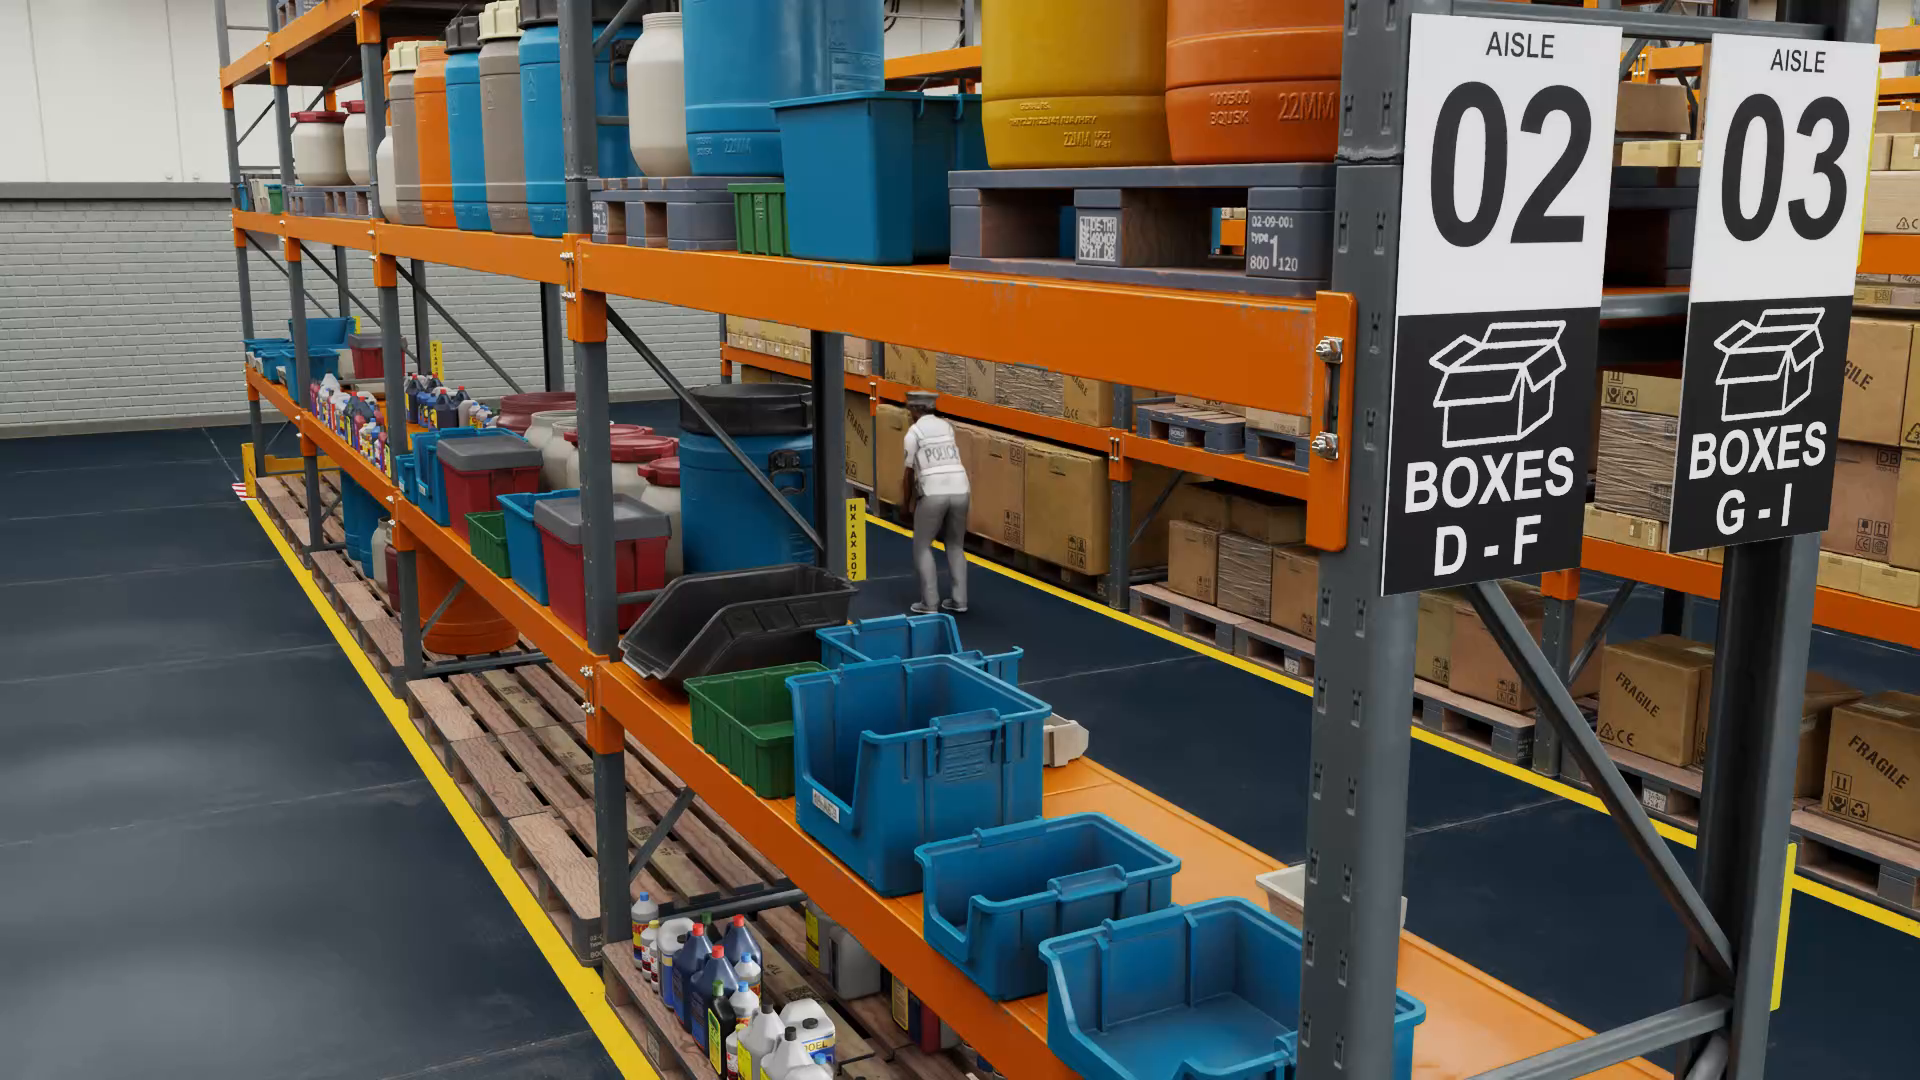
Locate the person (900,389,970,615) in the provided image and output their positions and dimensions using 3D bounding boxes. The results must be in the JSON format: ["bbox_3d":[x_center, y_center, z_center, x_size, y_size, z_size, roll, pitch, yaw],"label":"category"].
[{"bbox_3d":[-0.186,-0.271,11.944,0.412,1.595,0.576,-7,13,-29],"label":"person"}]
